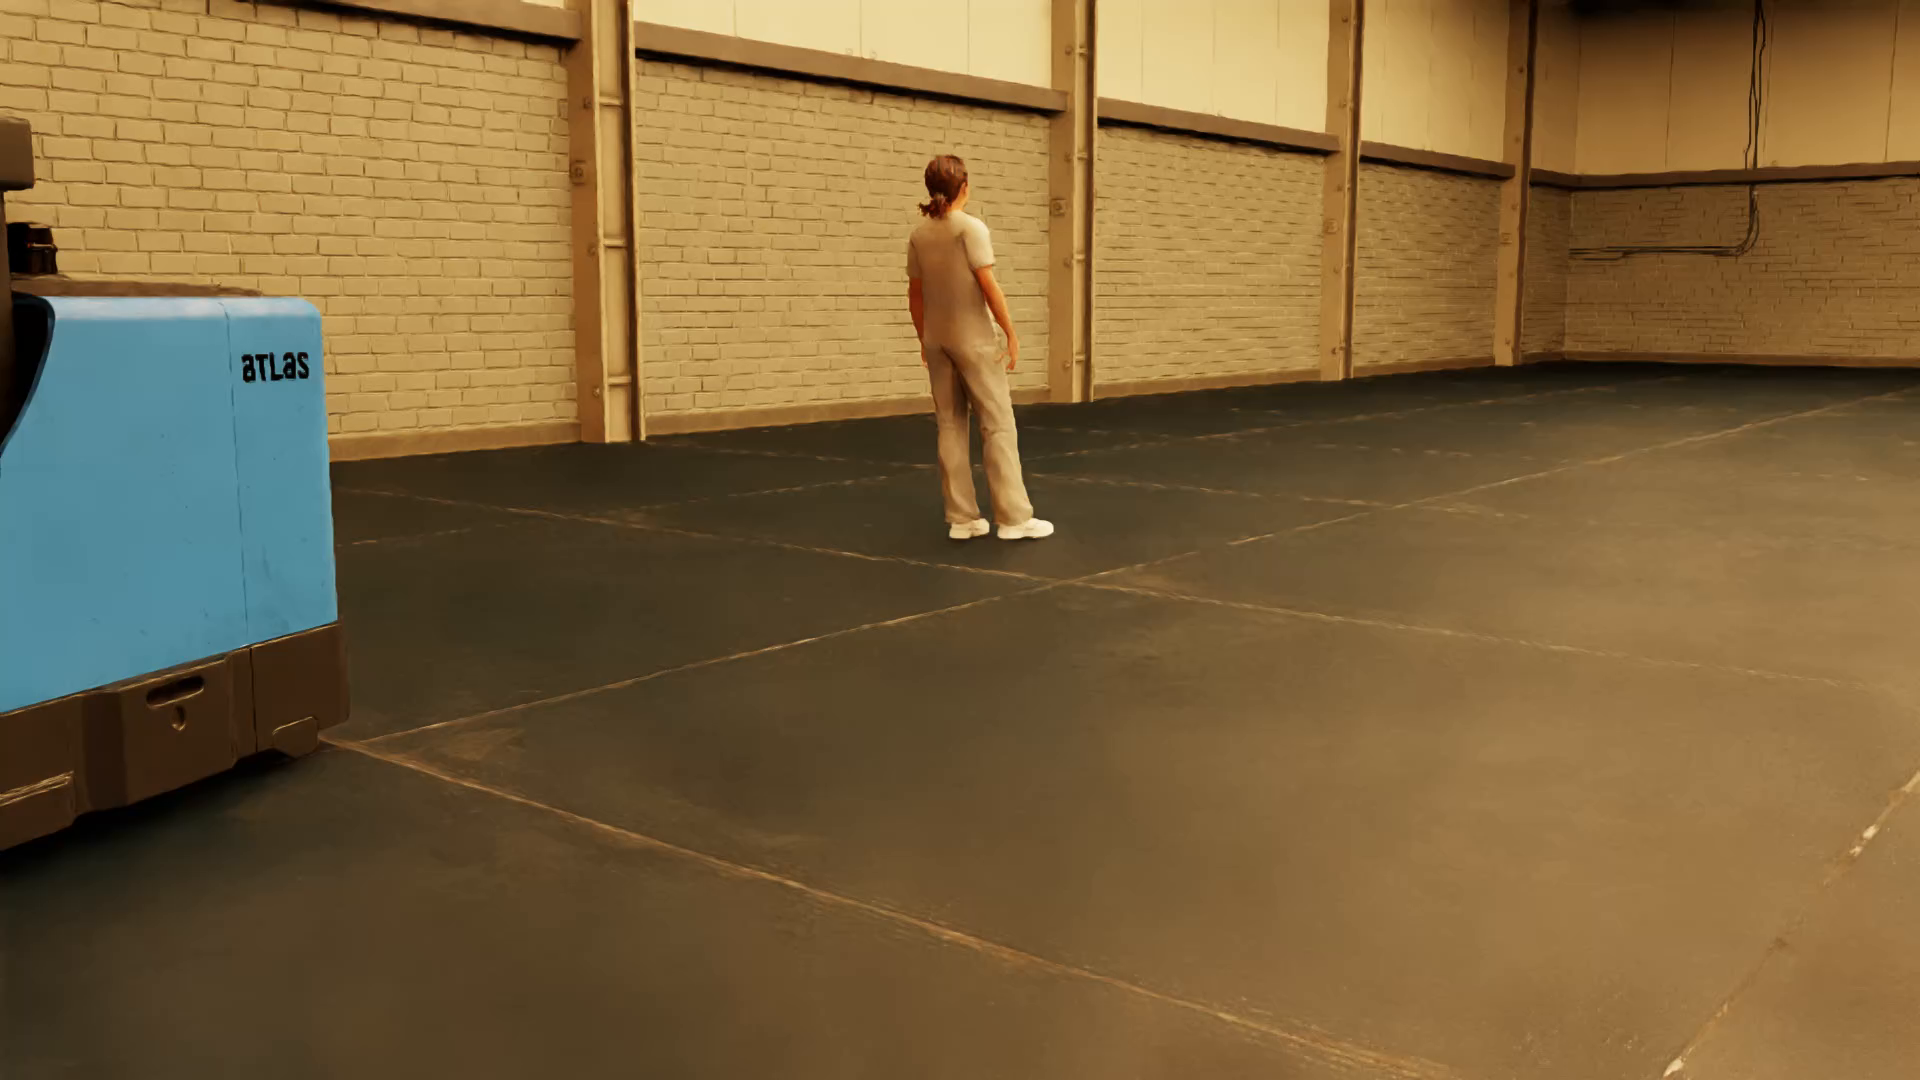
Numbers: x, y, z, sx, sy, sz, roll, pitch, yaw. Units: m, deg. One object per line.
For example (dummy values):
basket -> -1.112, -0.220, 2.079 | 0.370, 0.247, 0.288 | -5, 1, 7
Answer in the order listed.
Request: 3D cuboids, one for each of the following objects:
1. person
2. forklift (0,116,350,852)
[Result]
person -> 0.057, -0.843, 7.331 | 0.550, 1.674, 0.548 | 7, 11, 38
forklift -> -2.421, -0.776, 2.584 | 1.130, 2.935, 3.031 | 3, 9, 19
